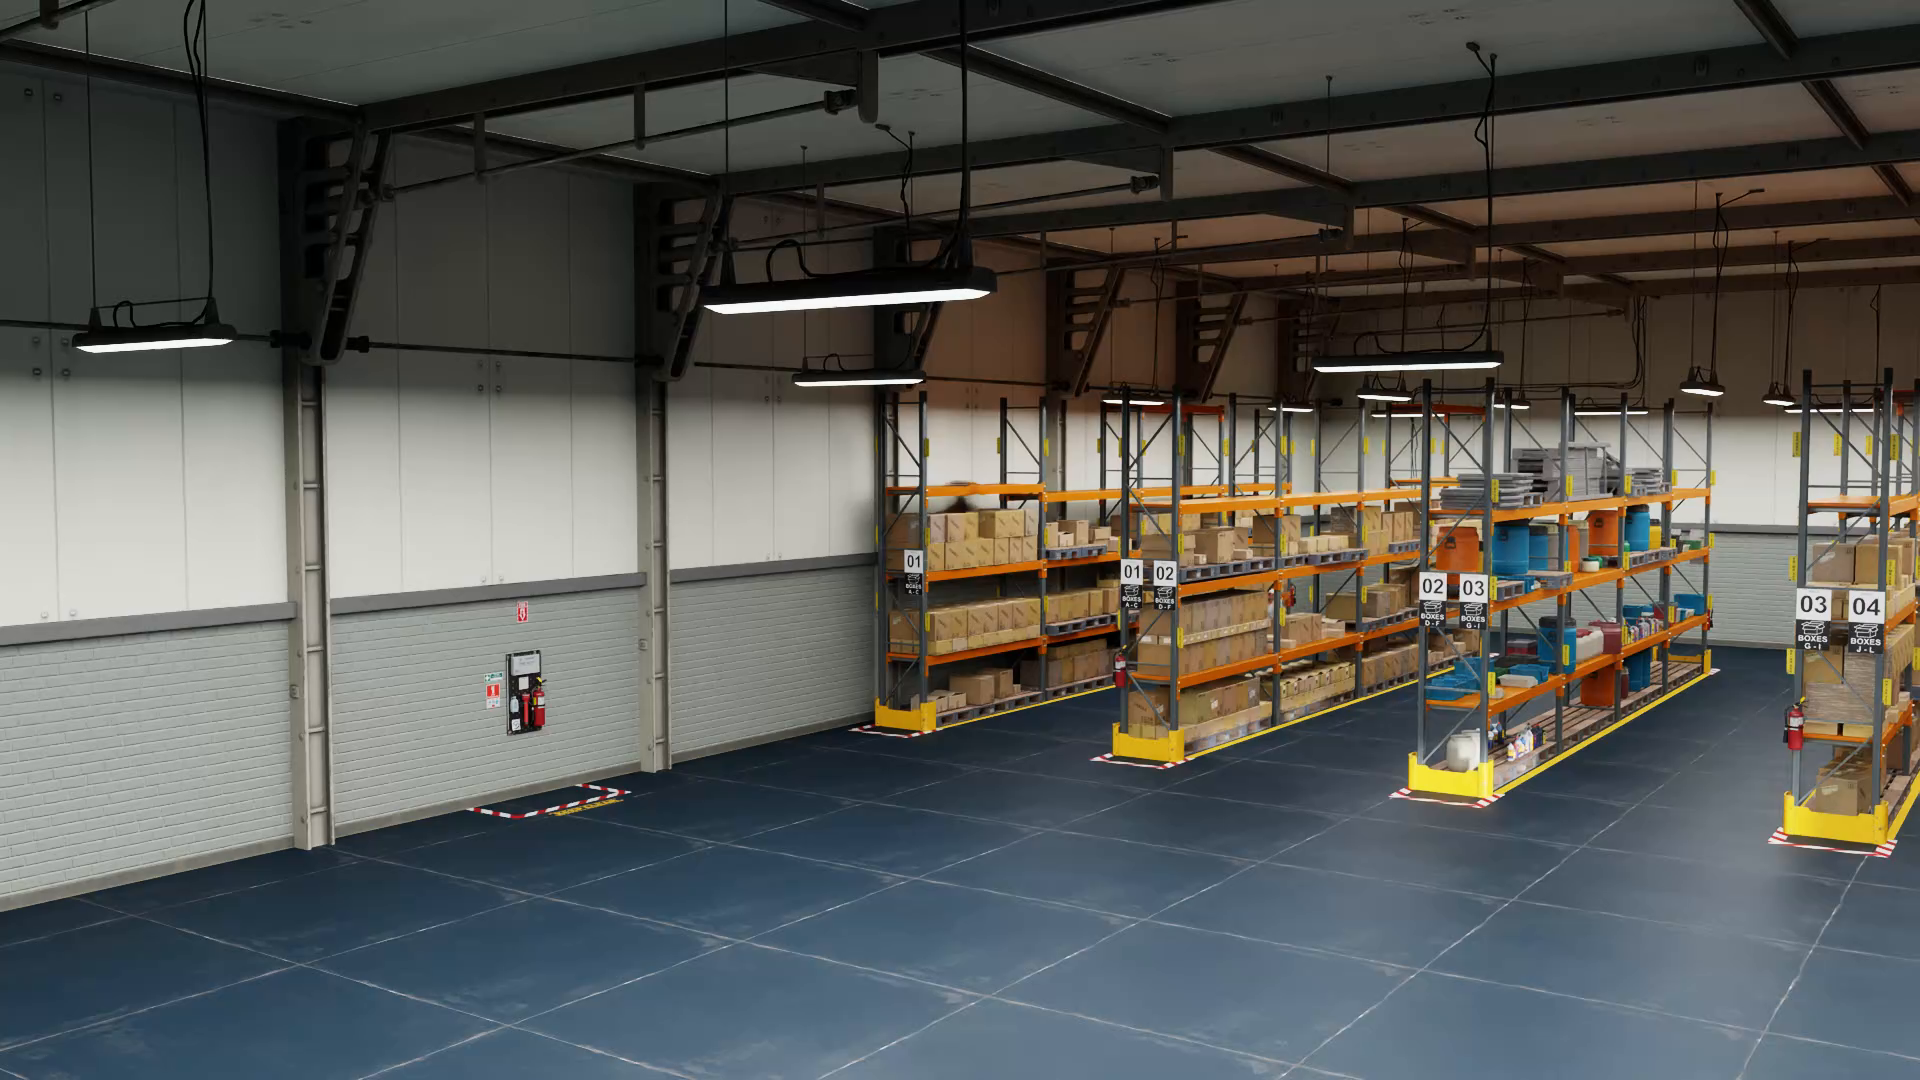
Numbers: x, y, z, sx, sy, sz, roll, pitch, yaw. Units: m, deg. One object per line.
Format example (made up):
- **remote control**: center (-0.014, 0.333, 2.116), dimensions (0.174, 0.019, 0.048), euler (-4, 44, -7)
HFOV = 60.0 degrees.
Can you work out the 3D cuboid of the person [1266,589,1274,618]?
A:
- **person**: center (7.152, 2.029, 38.512), dimensions (0.626, 1.810, 0.877), euler (2, 4, 32)
